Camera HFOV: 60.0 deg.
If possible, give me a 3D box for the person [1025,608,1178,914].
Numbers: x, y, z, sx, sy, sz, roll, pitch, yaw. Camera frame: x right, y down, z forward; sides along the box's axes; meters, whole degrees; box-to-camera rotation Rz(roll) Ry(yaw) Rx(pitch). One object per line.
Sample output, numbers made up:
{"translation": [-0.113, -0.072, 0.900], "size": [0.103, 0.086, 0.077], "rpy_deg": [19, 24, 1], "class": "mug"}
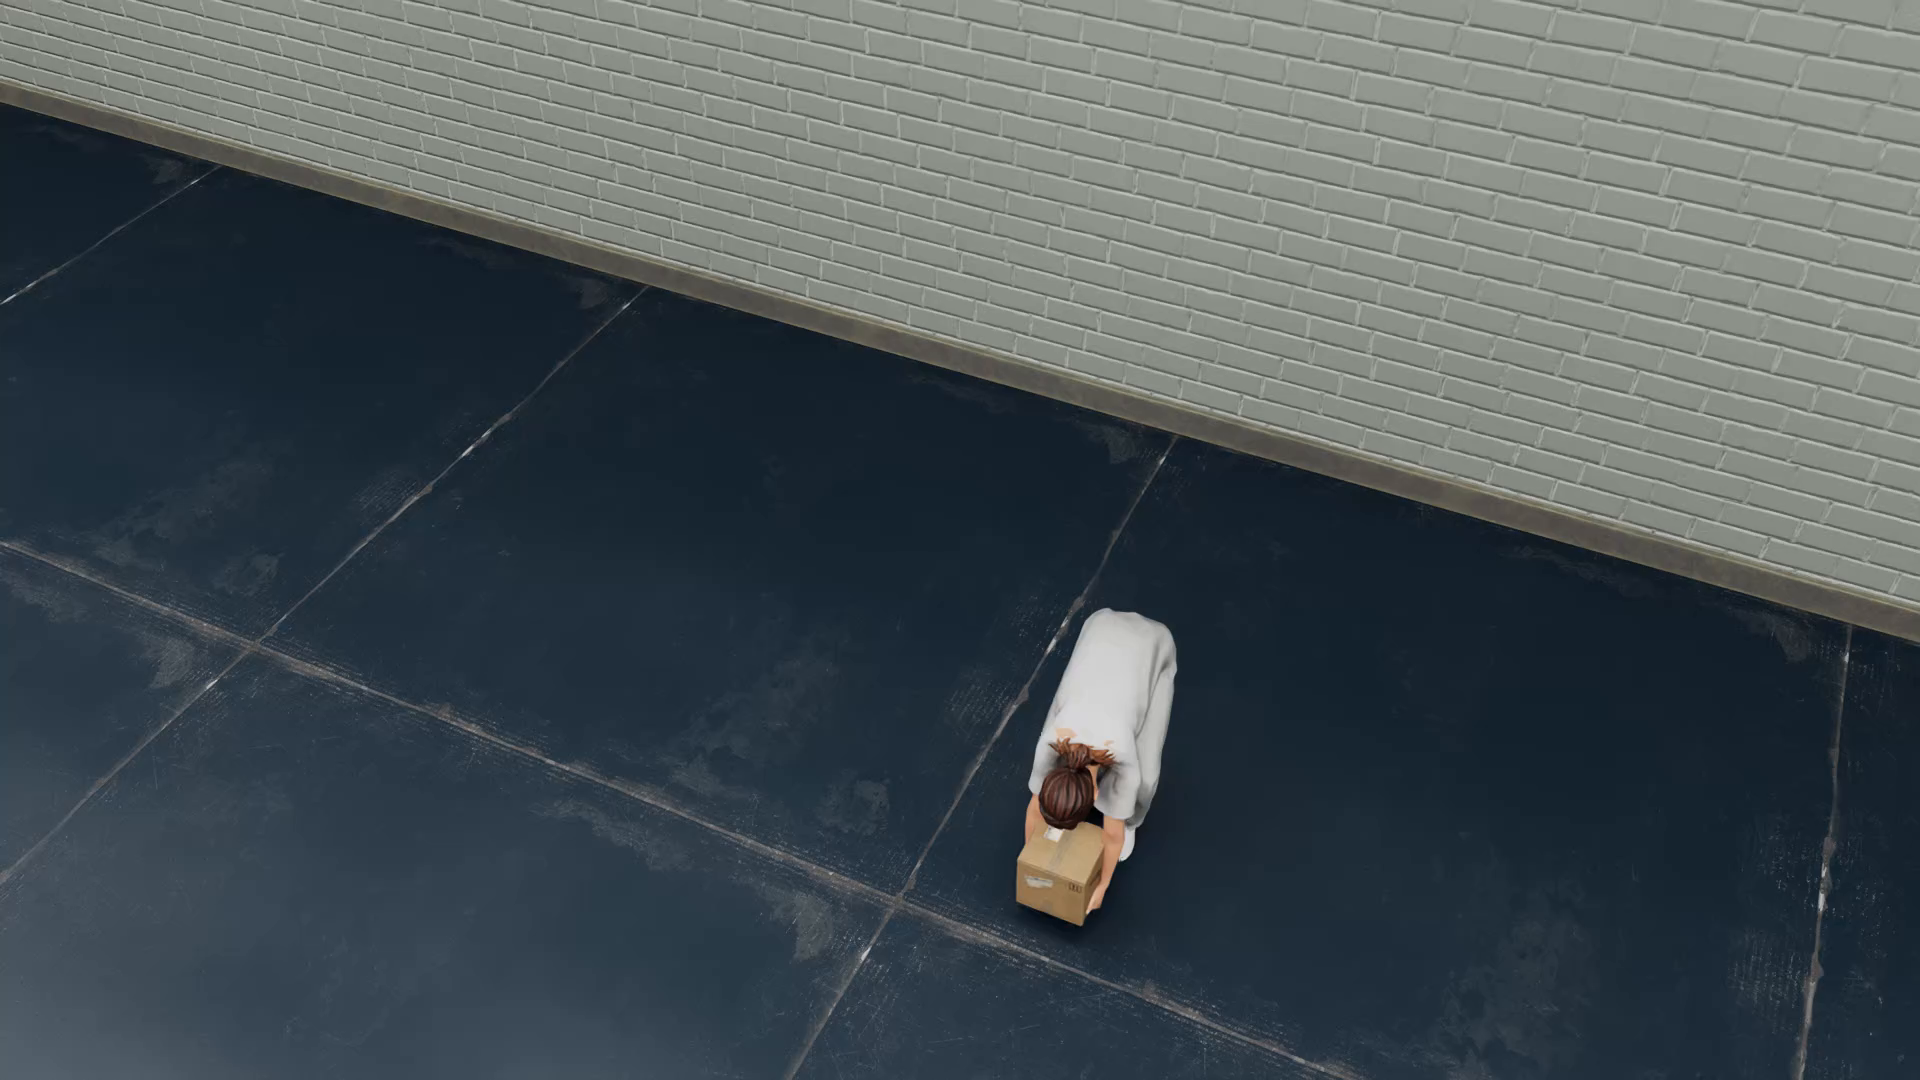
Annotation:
{"translation": [0.475, 0.791, 5.837], "size": [0.452, 0.935, 0.853], "rpy_deg": [15, 44, 16], "class": "person"}
